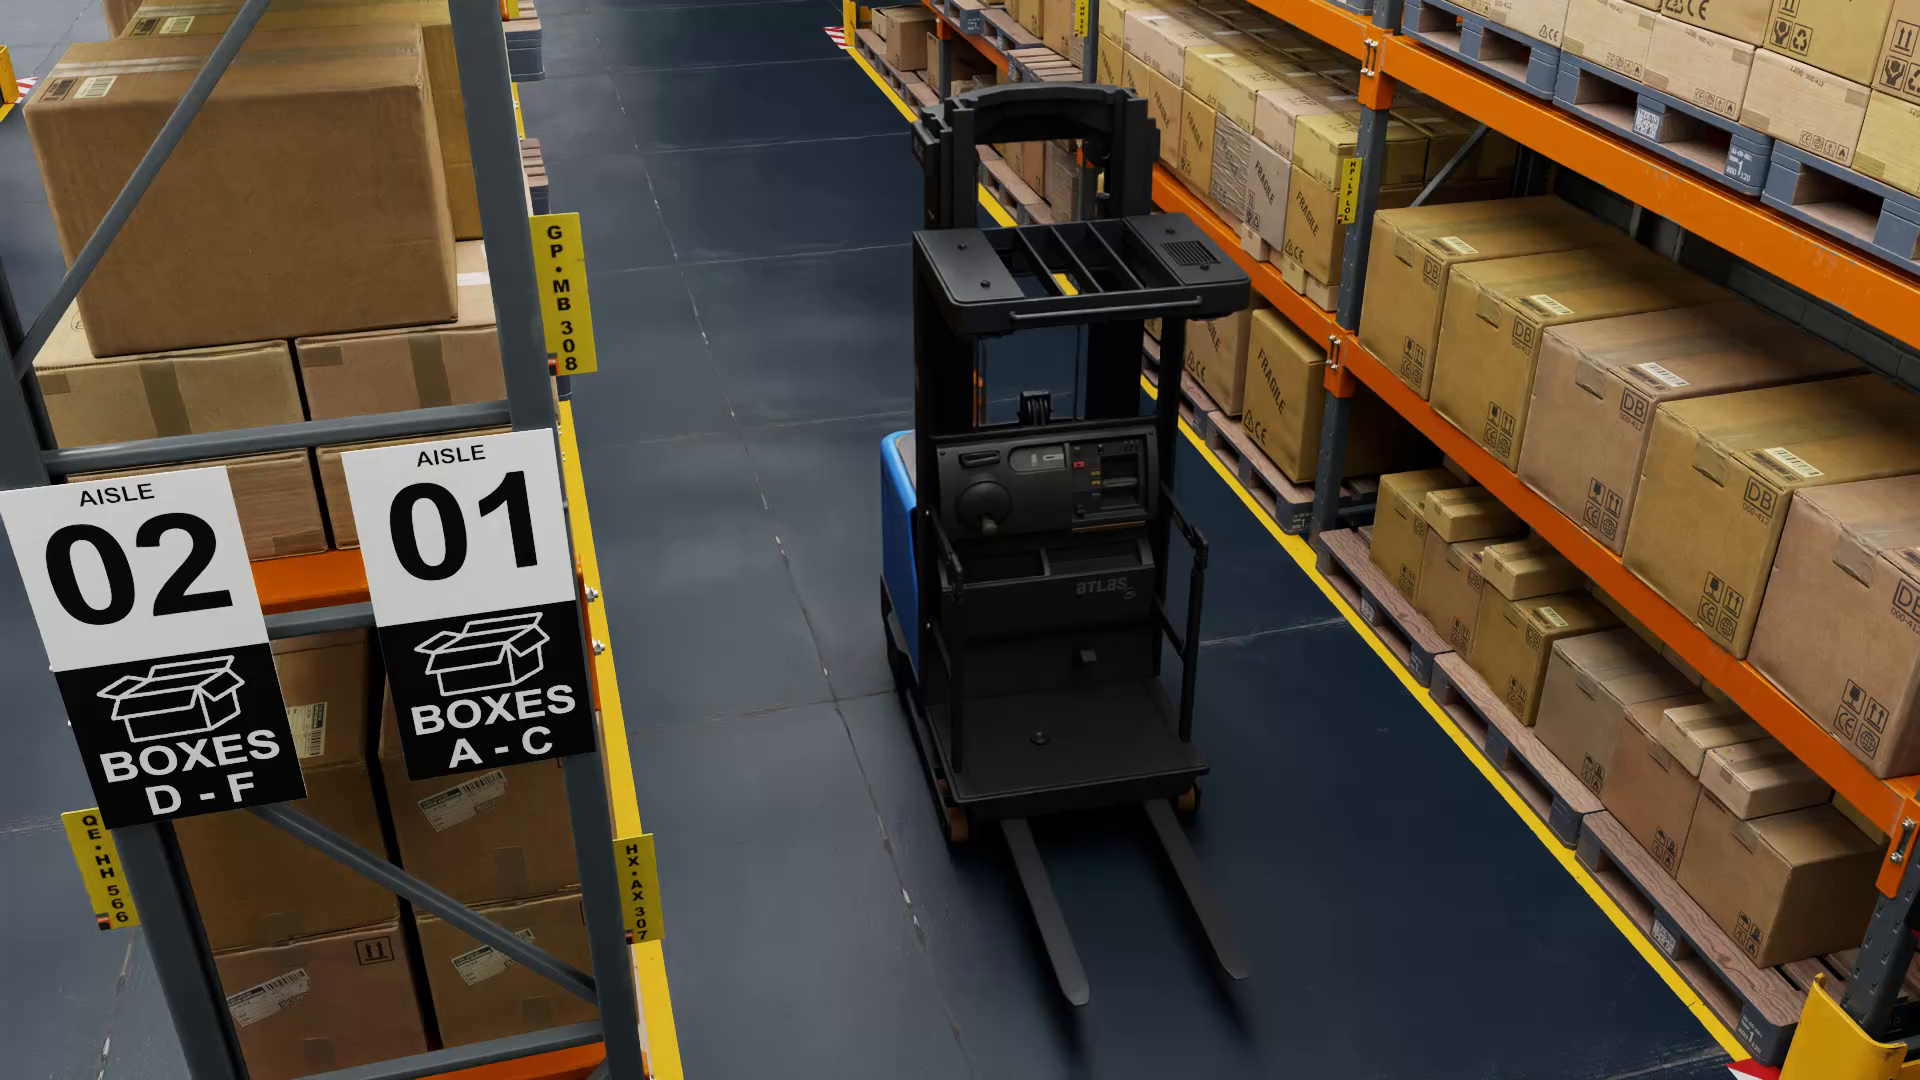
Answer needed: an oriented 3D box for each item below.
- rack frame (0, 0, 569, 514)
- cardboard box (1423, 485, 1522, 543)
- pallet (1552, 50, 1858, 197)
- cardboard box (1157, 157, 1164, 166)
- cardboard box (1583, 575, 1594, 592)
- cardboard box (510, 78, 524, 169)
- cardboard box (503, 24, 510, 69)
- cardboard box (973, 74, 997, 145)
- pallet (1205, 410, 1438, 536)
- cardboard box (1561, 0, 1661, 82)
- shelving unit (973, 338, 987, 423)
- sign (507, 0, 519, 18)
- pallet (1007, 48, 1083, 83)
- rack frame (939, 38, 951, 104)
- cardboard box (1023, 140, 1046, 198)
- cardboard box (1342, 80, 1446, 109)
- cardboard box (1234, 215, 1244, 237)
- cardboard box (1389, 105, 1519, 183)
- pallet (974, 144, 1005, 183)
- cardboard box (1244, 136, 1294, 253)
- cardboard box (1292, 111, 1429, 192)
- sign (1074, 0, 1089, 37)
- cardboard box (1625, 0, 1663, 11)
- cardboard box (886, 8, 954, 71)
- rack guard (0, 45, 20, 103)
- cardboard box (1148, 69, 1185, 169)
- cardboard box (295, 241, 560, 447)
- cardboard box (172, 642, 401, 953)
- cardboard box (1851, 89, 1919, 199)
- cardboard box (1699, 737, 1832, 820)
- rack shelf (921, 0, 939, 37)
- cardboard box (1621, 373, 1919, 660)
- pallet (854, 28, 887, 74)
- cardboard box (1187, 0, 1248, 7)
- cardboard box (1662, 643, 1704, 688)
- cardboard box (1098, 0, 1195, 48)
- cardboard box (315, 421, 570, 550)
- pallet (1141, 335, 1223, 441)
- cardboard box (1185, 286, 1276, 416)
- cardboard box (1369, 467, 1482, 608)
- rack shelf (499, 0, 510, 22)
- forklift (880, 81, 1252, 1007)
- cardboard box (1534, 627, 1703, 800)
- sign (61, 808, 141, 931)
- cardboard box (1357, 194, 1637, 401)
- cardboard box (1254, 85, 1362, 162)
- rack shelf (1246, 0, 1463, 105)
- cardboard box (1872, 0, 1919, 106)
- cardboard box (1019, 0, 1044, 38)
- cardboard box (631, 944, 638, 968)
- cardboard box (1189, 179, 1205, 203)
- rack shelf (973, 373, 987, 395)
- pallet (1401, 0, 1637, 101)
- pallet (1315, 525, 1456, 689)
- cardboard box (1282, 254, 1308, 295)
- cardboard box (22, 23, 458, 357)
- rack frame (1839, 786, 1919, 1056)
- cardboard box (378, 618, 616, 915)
[{"bbox_3d":[-1.289,-1.316,2.541,1.000,3.000,0.127,-8,31,-13],"label":"rack frame"},{"bbox_3d":[2.439,-0.129,7.906,0.380,0.149,0.250,-7,31,-12],"label":"cardboard box"},{"bbox_3d":[2.952,-1.588,6.093,1.003,0.211,1.213,-8,31,-13],"label":"pallet"},{"bbox_3d":[1.460,-2.587,10.956,0.380,0.149,0.250,-8,31,-14],"label":"cardboard box"},{"bbox_3d":[2.956,0.089,7.531,0.380,0.149,0.250,-8,31,-13],"label":"cardboard box"},{"bbox_3d":[-1.568,-1.177,4.946,0.500,0.250,0.500,-8,31,-13],"label":"cardboard box"},{"bbox_3d":[-1.959,-1.903,6.199,0.500,0.250,0.500,-8,31,-13],"label":"cardboard box"},{"bbox_3d":[0.513,-3.931,15.104,0.700,0.500,0.500,-7,31,-12],"label":"cardboard box"},{"bbox_3d":[2.147,-0.468,9.848,1.003,0.211,1.213,-8,31,-13],"label":"pallet"},{"bbox_3d":[2.619,-1.907,6.187,0.500,0.250,0.500,-9,31,-15],"label":"cardboard box"},{"bbox_3d":[-0.004,-0.526,8.962,0.258,1.200,0.189,-8,31,-13],"label":"shelving unit"},{"bbox_3d":[-1.829,-2.250,6.632,0.100,0.325,0.005,-8,31,-13],"label":"sign"},{"bbox_3d":[1.071,-3.491,12.479,1.213,0.211,1.003,-8,31,-13],"label":"pallet"},{"bbox_3d":[0.301,-5.176,15.199,1.000,3.000,0.127,-8,31,-13],"label":"rack frame"},{"bbox_3d":[0.938,-3.194,13.830,0.700,0.500,0.500,-8,31,-14],"label":"cardboard box"},{"bbox_3d":[2.409,-2.326,9.109,0.500,0.250,0.500,-7,31,-13],"label":"cardboard box"},{"bbox_3d":[1.819,-1.834,9.656,0.380,0.149,0.250,-8,31,-13],"label":"cardboard box"},{"bbox_3d":[2.554,-2.074,8.674,0.500,0.250,0.500,-7,31,-12],"label":"cardboard box"},{"bbox_3d":[0.509,-3.594,15.248,1.003,0.211,1.213,-8,31,-13],"label":"pallet"},{"bbox_3d":[1.914,-1.928,9.169,0.500,0.500,0.500,-8,31,-13],"label":"cardboard box"},{"bbox_3d":[2.054,-2.009,8.562,0.500,0.250,0.500,-7,31,-12],"label":"cardboard box"},{"bbox_3d":[0.842,-3.634,11.458,0.100,0.325,0.005,-8,31,-13],"label":"sign"},{"bbox_3d":[2.622,-2.228,5.993,0.500,0.500,0.500,-8,31,-13],"label":"cardboard box"},{"bbox_3d":[-0.366,-5.234,17.355,0.700,0.500,0.500,-10,31,-16],"label":"cardboard box"},{"bbox_3d":[-10.246,-4.679,16.834,1.175,0.500,0.348,-8,31,-13],"label":"rack guard"},{"bbox_3d":[1.506,-2.662,10.439,0.500,0.500,0.500,-8,31,-13],"label":"cardboard box"},{"bbox_3d":[-1.174,-0.452,3.694,0.500,0.250,0.500,-8,31,-13],"label":"cardboard box"},{"bbox_3d":[-1.672,0.626,4.077,0.500,0.500,0.500,-8,31,-14],"label":"cardboard box"},{"bbox_3d":[3.036,-1.157,4.891,0.500,0.250,0.500,-7,31,-12],"label":"cardboard box"},{"bbox_3d":[2.994,0.876,6.170,0.380,0.149,0.250,-8,31,-14],"label":"cardboard box"},{"bbox_3d":[-0.229,-5.831,17.048,1.077,0.370,4.000,-8,31,-13],"label":"rack shelf"},{"bbox_3d":[3.138,-0.105,6.138,0.980,0.700,0.700,-8,31,-14],"label":"cardboard box"},{"bbox_3d":[-0.559,-5.467,18.485,1.003,0.211,1.213,-8,31,-13],"label":"pallet"},{"bbox_3d":[1.733,-3.565,11.249,0.500,0.250,0.500,-7,31,-12],"label":"cardboard box"},{"bbox_3d":[3.161,0.460,6.890,0.380,0.149,0.250,-7,31,-13],"label":"cardboard box"},{"bbox_3d":[1.243,-3.482,11.106,0.500,0.250,0.500,-7,31,-12],"label":"cardboard box"},{"bbox_3d":[-1.180,-0.235,3.817,0.500,0.250,0.500,-8,31,-13],"label":"cardboard box"},{"bbox_3d":[1.820,-1.058,10.868,1.003,0.211,1.213,-8,31,-13],"label":"pallet"},{"bbox_3d":[1.888,-1.289,10.210,0.750,0.750,0.750,-7,31,-12],"label":"cardboard box"},{"bbox_3d":[2.524,-0.037,8.396,0.700,0.500,0.500,-7,31,-13],"label":"cardboard box"},{"bbox_3d":[-1.819,-1.970,4.391,1.077,0.370,4.000,-8,31,-13],"label":"rack shelf"},{"bbox_3d":[0.413,-0.190,6.652,1.130,2.935,3.031,-6,31,-11],"label":"forklift"},{"bbox_3d":[2.937,0.710,7.104,0.700,0.500,0.500,-9,31,-15],"label":"cardboard box"},{"bbox_3d":[-1.829,0.706,3.564,0.100,0.325,0.005,-8,31,-13],"label":"sign"},{"bbox_3d":[2.553,-1.178,7.991,0.980,0.700,0.700,-7,31,-13],"label":"cardboard box"},{"bbox_3d":[1.928,-2.257,8.990,0.500,0.250,0.500,-7,31,-12],"label":"cardboard box"},{"bbox_3d":[1.894,-3.265,9.621,1.077,0.370,4.000,-8,31,-13],"label":"rack shelf"},{"bbox_3d":[3.029,-1.481,4.701,0.500,0.500,0.500,-8,31,-13],"label":"cardboard box"},{"bbox_3d":[0.877,-4.302,13.150,0.700,0.500,0.500,-8,31,-13],"label":"cardboard box"},{"bbox_3d":[-1.425,1.496,5.976,0.500,0.250,0.500,-8,31,-13],"label":"cardboard box"},{"bbox_3d":[1.645,-2.215,10.313,0.380,0.149,0.250,-8,31,-13],"label":"cardboard box"},{"bbox_3d":[-0.004,-0.799,8.803,0.258,0.103,0.180,-8,31,-13],"label":"rack shelf"},{"bbox_3d":[2.632,-2.176,7.109,1.003,0.211,1.213,-8,31,-13],"label":"pallet"},{"bbox_3d":[2.551,0.272,8.569,1.003,0.211,1.213,-8,31,-13],"label":"pallet"},{"bbox_3d":[1.972,-1.457,9.003,0.380,0.149,0.250,-7,31,-12],"label":"cardboard box"},{"bbox_3d":[-1.441,-0.740,3.442,0.700,0.500,0.500,-8,31,-13],"label":"cardboard box"},{"bbox_3d":[3.483,0.620,5.185,0.949,2.616,0.053,-8,31,-13],"label":"rack frame"},{"bbox_3d":[-1.152,0.555,4.200,0.500,0.500,0.500,-7,31,-12],"label":"cardboard box"}]
